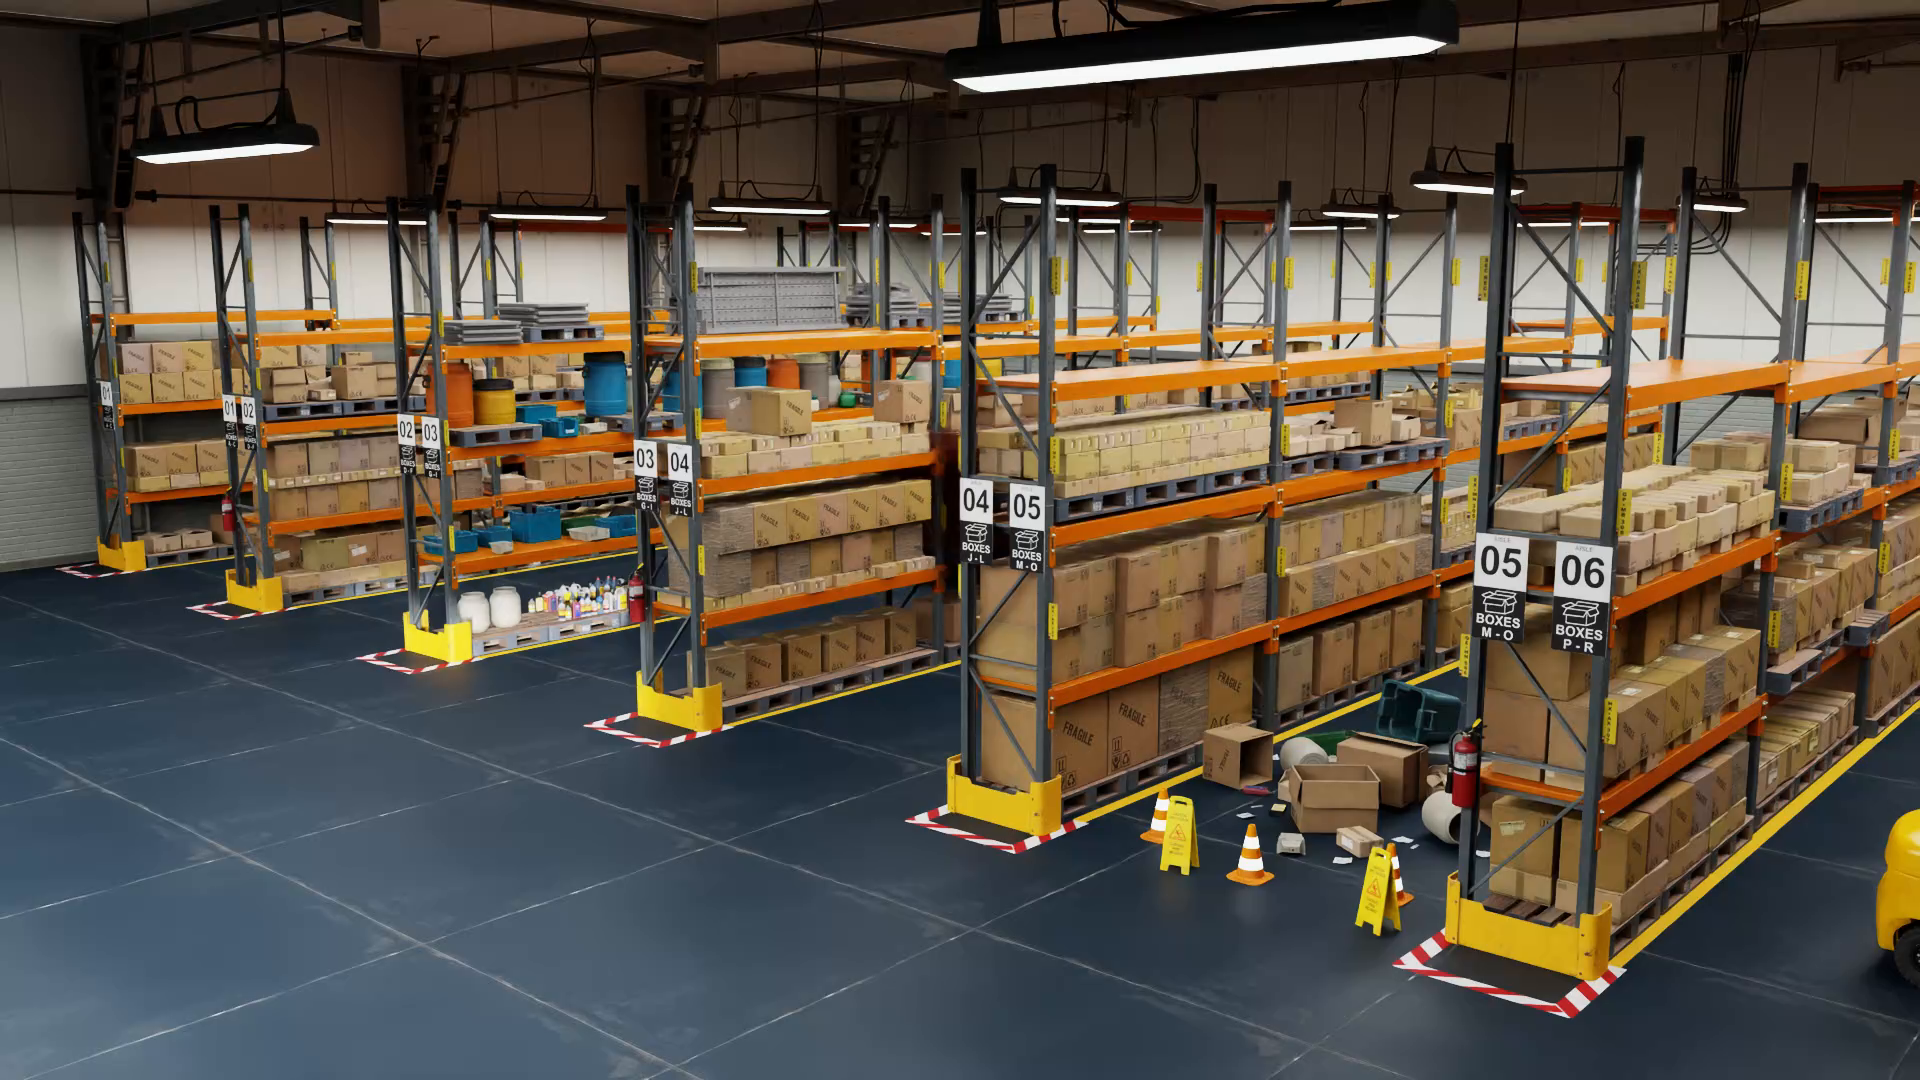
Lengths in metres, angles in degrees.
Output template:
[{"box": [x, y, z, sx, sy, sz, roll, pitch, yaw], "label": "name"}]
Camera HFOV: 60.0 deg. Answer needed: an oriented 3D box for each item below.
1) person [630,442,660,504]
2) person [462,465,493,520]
[{"box": [-6.336, -1.204, 33.456, 0.643, 1.677, 0.622, -8, 13, -41], "label": "person"}, {"box": [-9.066, -0.850, 30.961, 0.691, 1.738, 1.025, 6, 11, 32], "label": "person"}]
